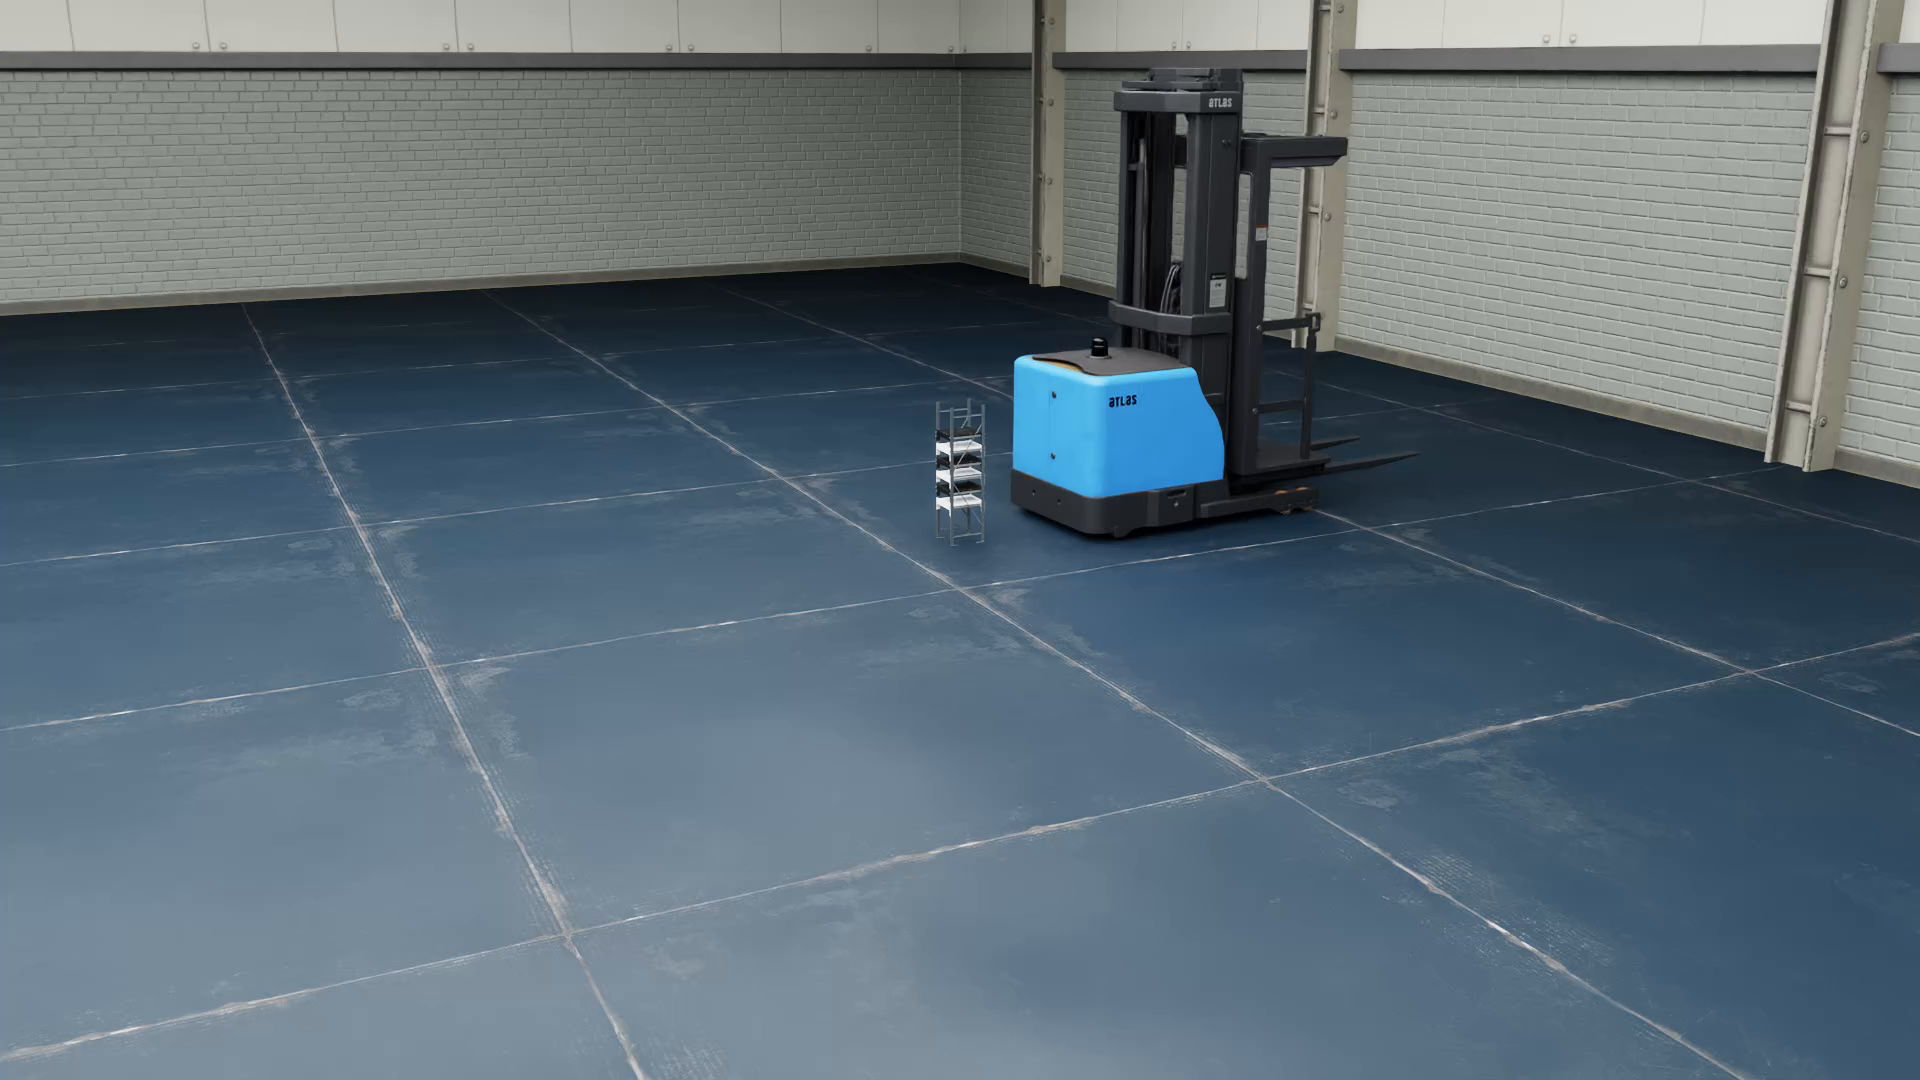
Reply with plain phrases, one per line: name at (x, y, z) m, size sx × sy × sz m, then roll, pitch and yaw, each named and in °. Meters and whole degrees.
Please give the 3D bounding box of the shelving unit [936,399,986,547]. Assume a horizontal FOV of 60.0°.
shelving unit at (0.004, -0.431, 10.620) m, size 0.258 × 0.900 × 0.210 m, roll -8°, pitch 18°, yaw -25°

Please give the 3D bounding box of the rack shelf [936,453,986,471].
rack shelf at (0.004, -0.485, 10.604) m, size 0.258 × 0.077 × 0.200 m, roll -8°, pitch 18°, yaw -25°

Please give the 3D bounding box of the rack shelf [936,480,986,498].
rack shelf at (0.004, -0.312, 10.654) m, size 0.258 × 0.077 × 0.200 m, roll -8°, pitch 18°, yaw -25°

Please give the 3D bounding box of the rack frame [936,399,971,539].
rack frame at (-0.041, -0.456, 10.707) m, size 0.240 × 0.900 × 0.006 m, roll -8°, pitch 18°, yaw -25°

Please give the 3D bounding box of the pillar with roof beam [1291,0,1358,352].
pillar with roof beam at (-0.052, -5.873, 14.902) m, size 9.100 × 9.000 × 0.400 m, roll -8°, pitch 18°, yaw -25°

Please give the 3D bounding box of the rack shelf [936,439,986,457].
rack shelf at (0.004, -0.572, 10.579) m, size 0.258 × 0.077 × 0.200 m, roll -8°, pitch 18°, yaw -25°

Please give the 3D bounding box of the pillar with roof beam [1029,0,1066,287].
pillar with roof beam at (-2.680, -7.361, 20.086) m, size 9.100 × 9.000 × 0.400 m, roll -8°, pitch 18°, yaw -25°

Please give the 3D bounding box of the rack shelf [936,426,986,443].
rack shelf at (0.004, -0.658, 10.554) m, size 0.258 × 0.077 × 0.200 m, roll -8°, pitch 18°, yaw -25°

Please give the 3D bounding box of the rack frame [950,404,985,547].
rack frame at (0.048, -0.405, 10.532) m, size 0.240 × 0.900 × 0.006 m, roll -8°, pitch 18°, yaw -25°

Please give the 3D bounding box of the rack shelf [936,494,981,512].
rack shelf at (0.004, -0.225, 10.678) m, size 0.258 × 0.077 × 0.200 m, roll -8°, pitch 18°, yaw -25°

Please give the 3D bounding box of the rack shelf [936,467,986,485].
rack shelf at (0.004, -0.398, 10.629) m, size 0.258 × 0.077 × 0.200 m, roll -8°, pitch 18°, yaw -25°

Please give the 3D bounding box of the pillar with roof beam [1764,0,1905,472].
pillar with roof beam at (2.577, -4.385, 9.717) m, size 9.100 × 9.000 × 0.400 m, roll -8°, pitch 18°, yaw -25°

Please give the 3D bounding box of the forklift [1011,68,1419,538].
forklift at (1.882, -1.699, 11.356) m, size 3.031 × 2.935 × 1.130 m, roll -9°, pitch 18°, yaw -29°
